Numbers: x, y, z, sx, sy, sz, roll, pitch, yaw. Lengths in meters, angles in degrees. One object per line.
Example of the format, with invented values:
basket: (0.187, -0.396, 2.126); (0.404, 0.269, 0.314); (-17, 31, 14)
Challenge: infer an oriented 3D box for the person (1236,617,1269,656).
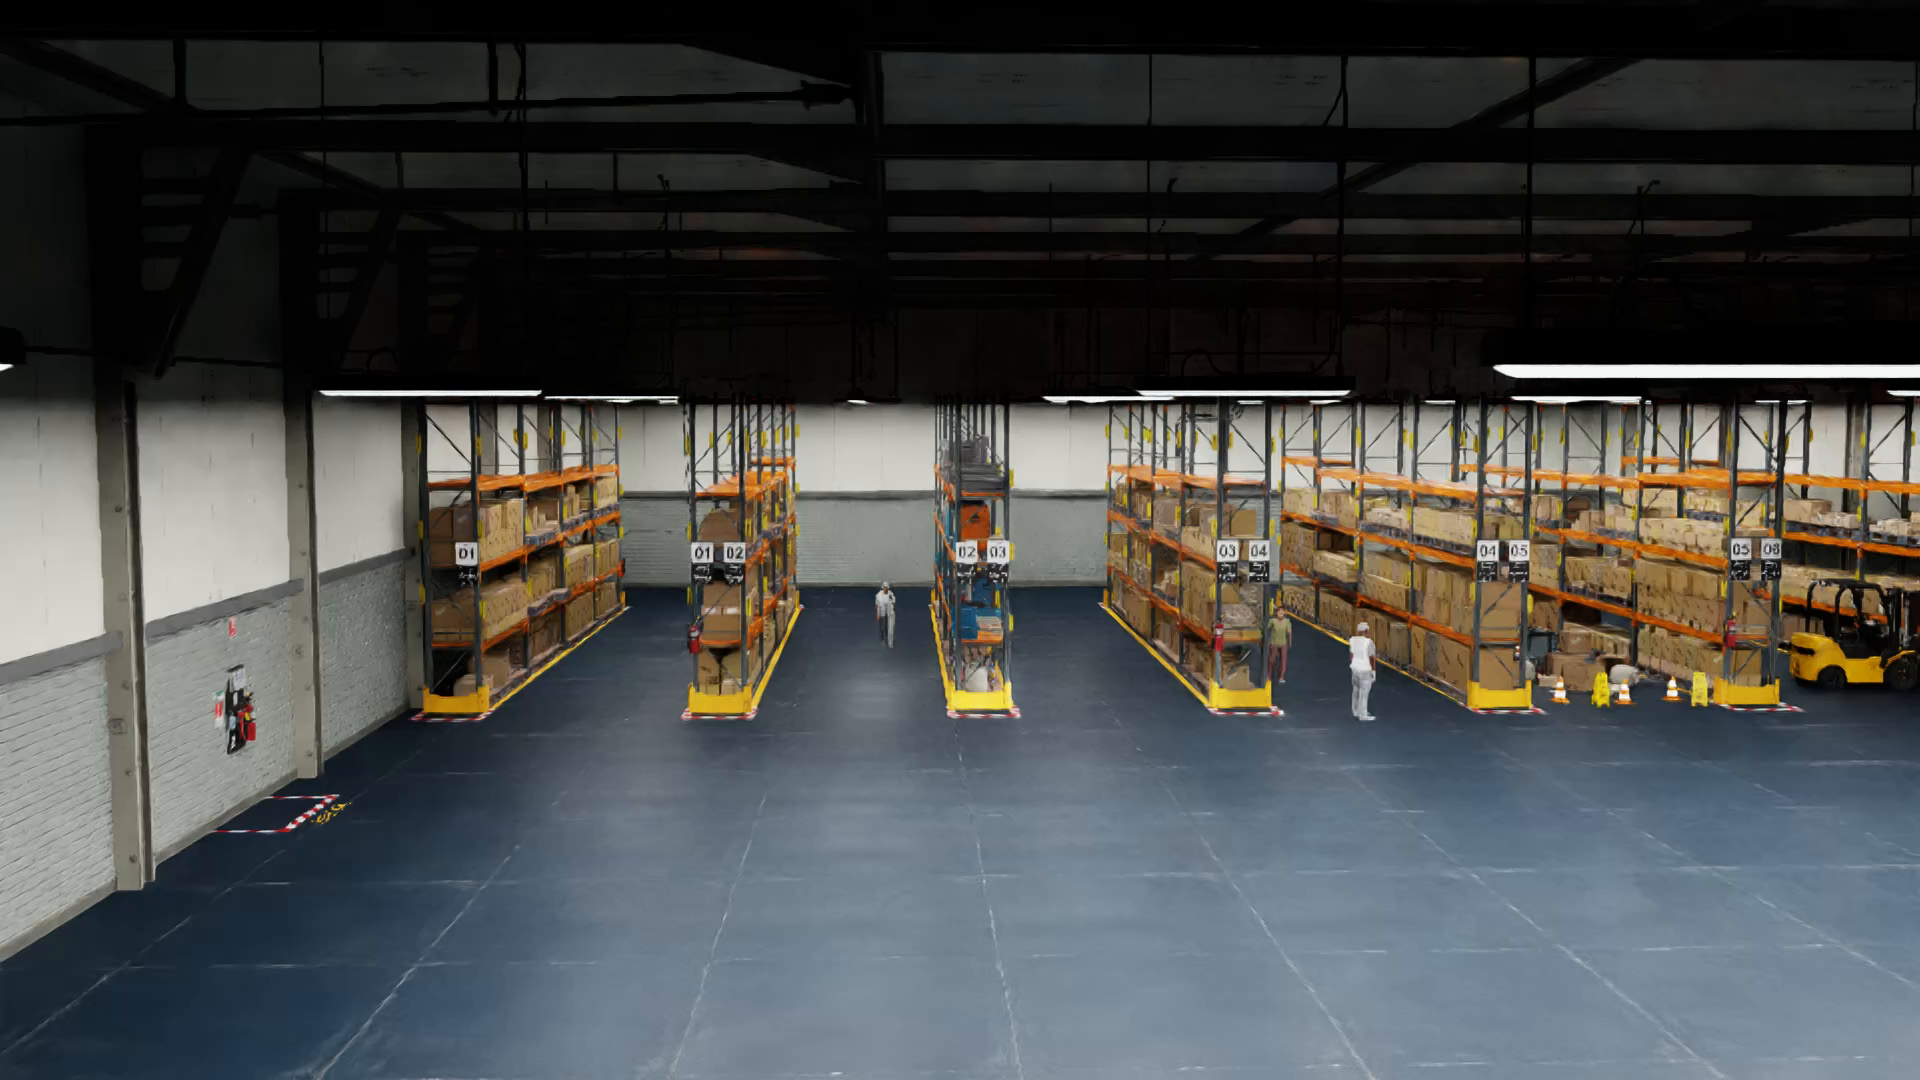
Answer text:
person: (6.706, 1.801, 38.128); (0.686, 1.716, 0.838); (-1, 5, -18)

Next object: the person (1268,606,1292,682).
person: (6.594, 2.160, 34.492); (0.598, 1.619, 0.507); (0, 5, -5)

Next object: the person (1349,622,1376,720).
person: (7.399, 2.377, 30.438); (0.458, 1.783, 0.618); (-3, 5, -31)

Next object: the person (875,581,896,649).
person: (-1.765, 1.758, 39.483); (0.497, 1.583, 1.090); (0, 5, 0)
